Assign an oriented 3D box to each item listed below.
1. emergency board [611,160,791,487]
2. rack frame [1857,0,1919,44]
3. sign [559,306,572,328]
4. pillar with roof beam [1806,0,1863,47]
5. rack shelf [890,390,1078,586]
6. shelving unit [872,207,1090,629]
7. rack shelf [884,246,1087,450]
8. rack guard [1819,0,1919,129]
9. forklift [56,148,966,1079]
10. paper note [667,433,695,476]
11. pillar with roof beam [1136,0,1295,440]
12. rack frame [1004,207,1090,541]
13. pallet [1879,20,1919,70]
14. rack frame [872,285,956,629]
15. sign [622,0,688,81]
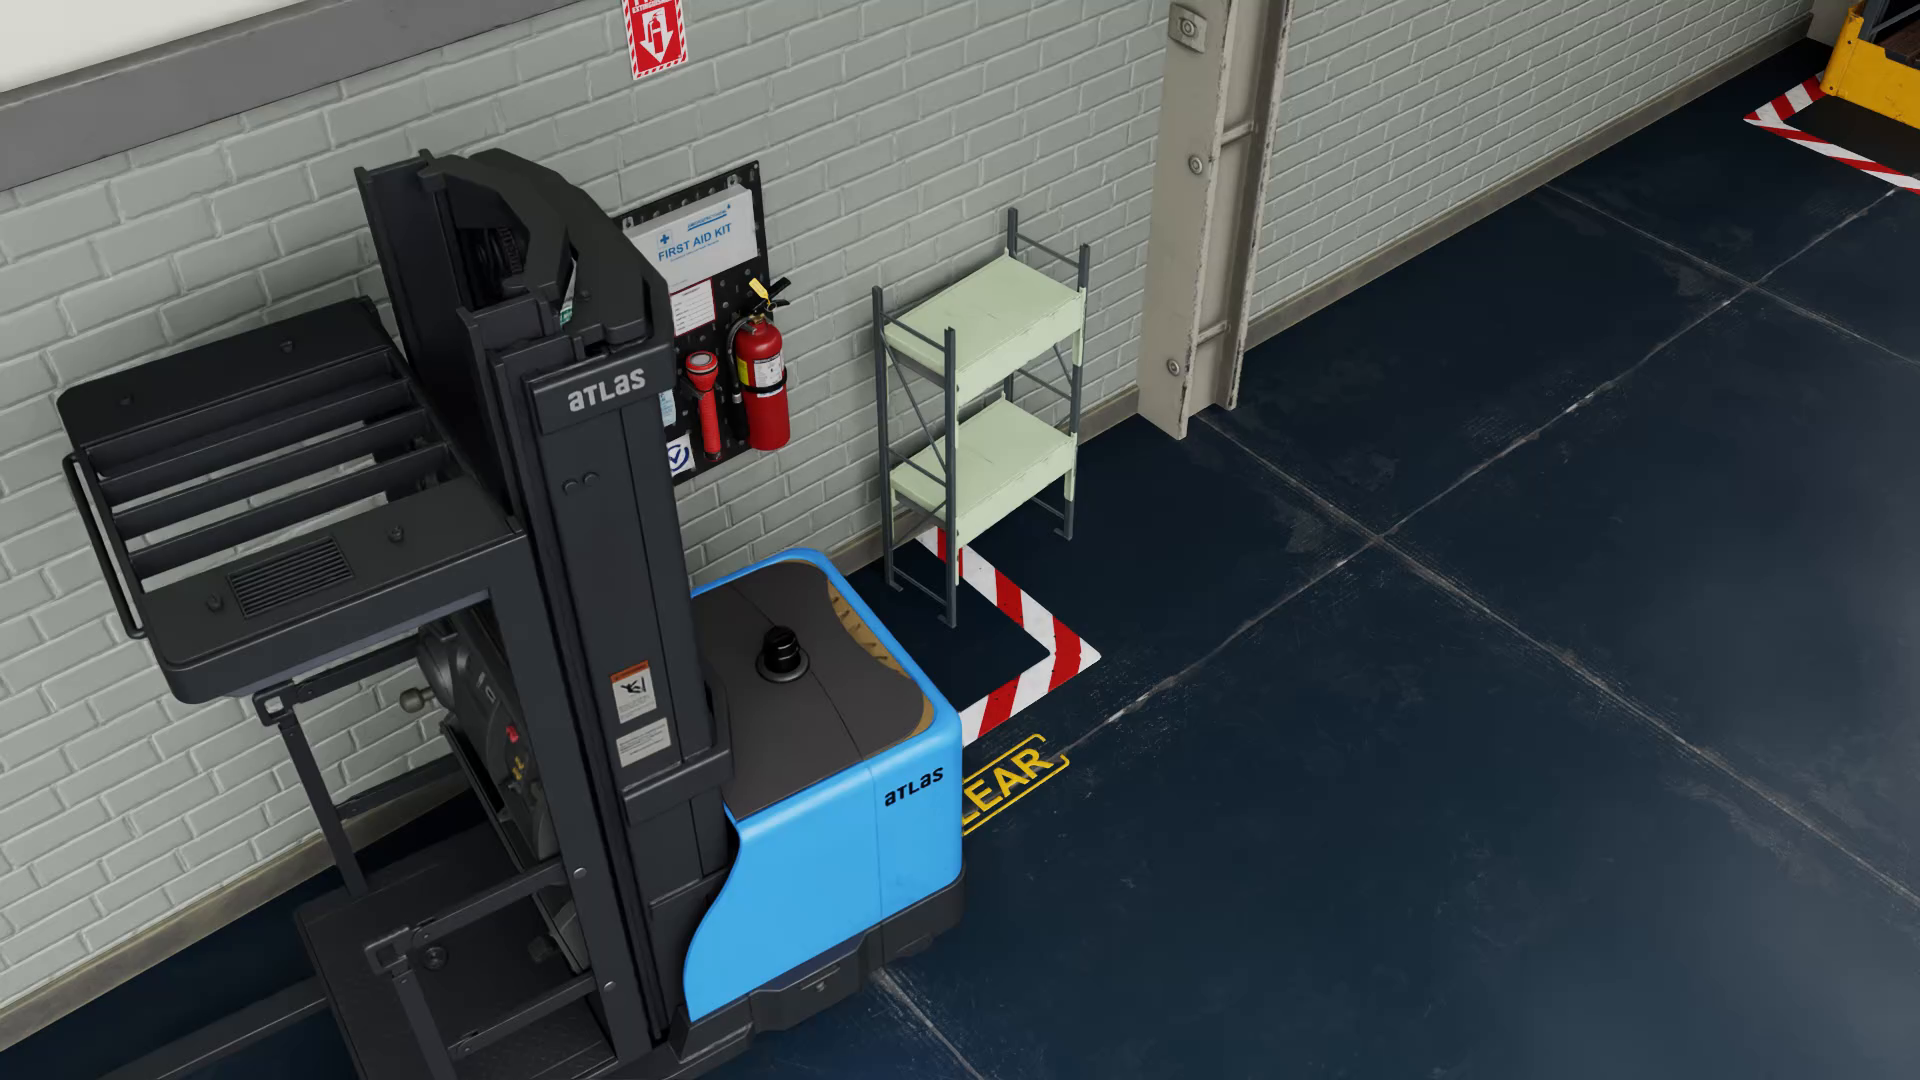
[{"bbox_3d":[-0.850,-0.660,5.761,0.643,1.169,0.194,-30,51,-28],"label":"emergency board"},{"bbox_3d":[5.691,-3.599,8.891,0.127,3.000,1.000,-30,51,-28],"label":"rack frame"},{"bbox_3d":[-1.331,-0.674,5.364,0.331,0.109,0.001,-30,51,-28],"label":"sign"},{"bbox_3d":[8.435,-4.287,5.241,0.400,9.000,9.100,-30,51,-28],"label":"pillar with roof beam"},{"bbox_3d":[0.085,-0.224,6.869,0.431,0.370,0.720,33,52,30],"label":"rack shelf"},{"bbox_3d":[0.085,-0.462,6.646,0.431,1.500,0.755,33,52,30],"label":"shelving unit"},{"bbox_3d":[0.085,-0.746,6.379,0.431,0.370,0.720,33,52,30],"label":"rack shelf"},{"bbox_3d":[5.749,-2.721,9.782,0.348,0.500,1.175,-30,51,-28],"label":"rack guard"},{"bbox_3d":[-1.496,0.538,4.536,3.031,2.935,1.130,-24,48,-23],"label":"forklift"},{"bbox_3d":[-1.030,-0.297,6.019,0.142,0.148,0.016,-30,51,-28],"label":"paper note"},{"bbox_3d":[3.832,-1.651,2.435,0.400,9.000,9.100,-30,51,-28],"label":"pillar with roof beam"},{"bbox_3d":[0.337,-0.643,6.839,0.400,1.500,0.023,33,52,30],"label":"rack frame"},{"bbox_3d":[6.395,-2.954,10.241,1.213,0.211,1.003,-30,51,-28],"label":"pallet"},{"bbox_3d":[-0.168,-0.280,6.453,0.400,1.500,0.023,33,52,30],"label":"rack frame"},{"bbox_3d":[-0.920,-1.553,5.020,0.199,0.298,0.001,-30,51,-28],"label":"sign"}]
